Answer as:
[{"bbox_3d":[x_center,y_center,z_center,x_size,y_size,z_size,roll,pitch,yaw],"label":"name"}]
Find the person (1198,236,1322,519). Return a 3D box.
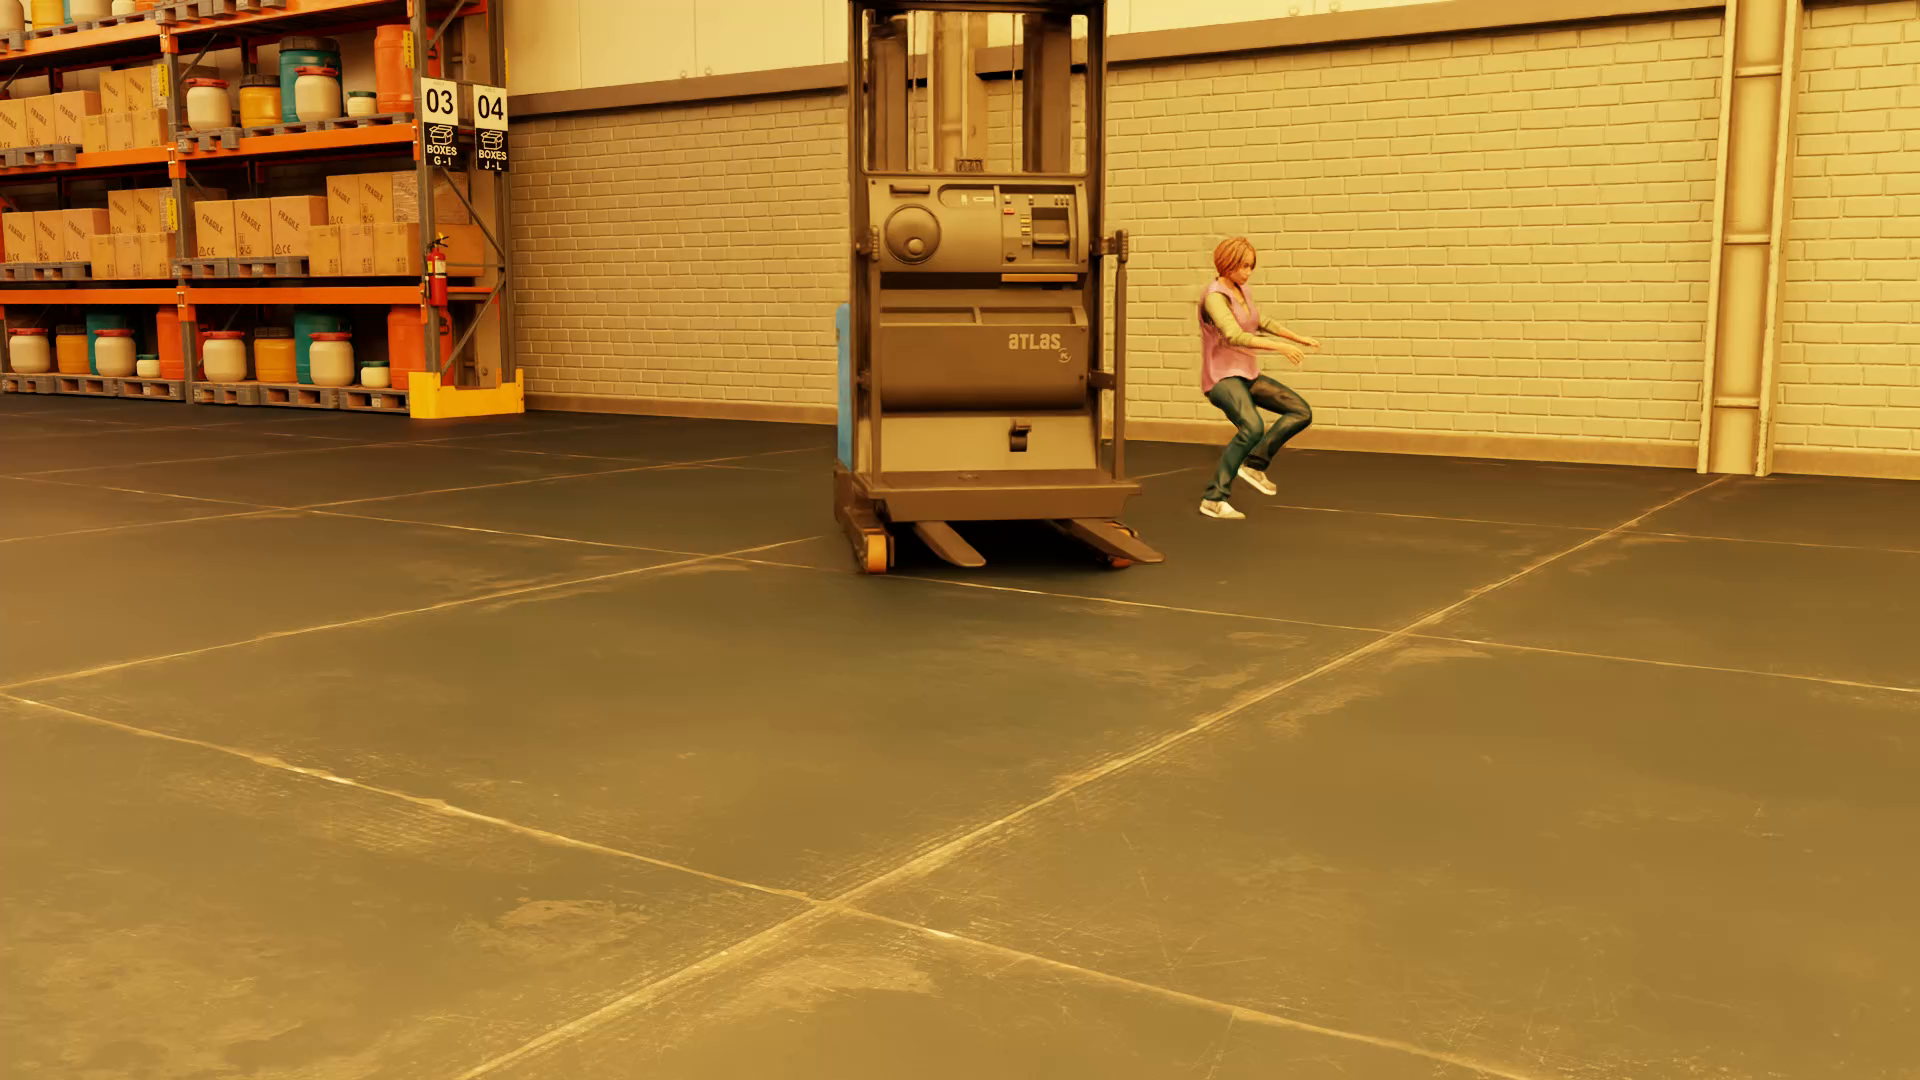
[{"bbox_3d":[1.561,-0.833,8.574,0.679,1.443,0.752,6,10,36],"label":"person"}]

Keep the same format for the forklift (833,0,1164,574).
[{"bbox_3d":[0.113,-1.365,6.792,1.130,2.935,3.031,-1,8,-9],"label":"forklift"}]
